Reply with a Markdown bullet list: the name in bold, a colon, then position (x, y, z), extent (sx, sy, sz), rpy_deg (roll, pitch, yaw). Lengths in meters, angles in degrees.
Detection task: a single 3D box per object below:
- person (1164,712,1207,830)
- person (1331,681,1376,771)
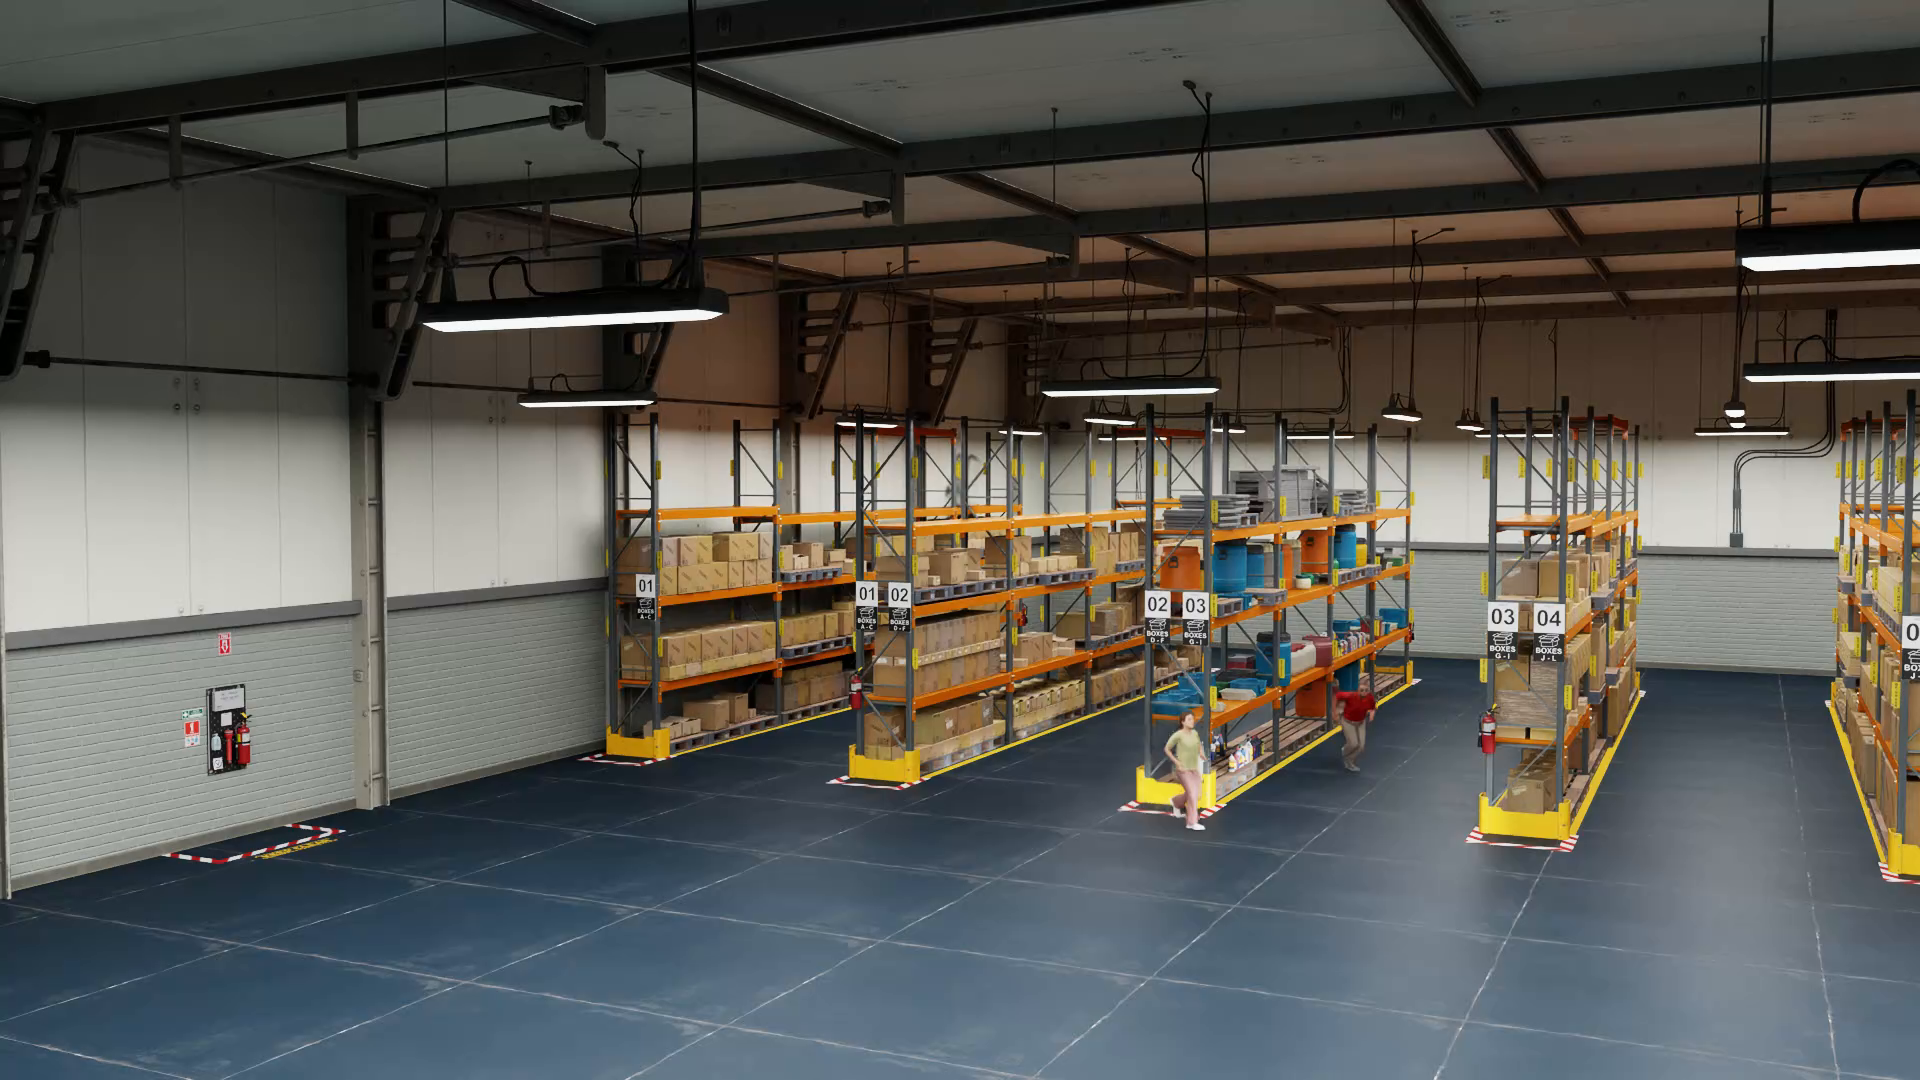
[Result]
- **person**: position (3.134, 3.203, 23.231), extent (0.579, 1.632, 0.694), rpy_deg (-2, 3, -36)
- **person**: position (6.495, 3.077, 27.437), extent (0.694, 1.549, 0.867), rpy_deg (0, 2, -10)
